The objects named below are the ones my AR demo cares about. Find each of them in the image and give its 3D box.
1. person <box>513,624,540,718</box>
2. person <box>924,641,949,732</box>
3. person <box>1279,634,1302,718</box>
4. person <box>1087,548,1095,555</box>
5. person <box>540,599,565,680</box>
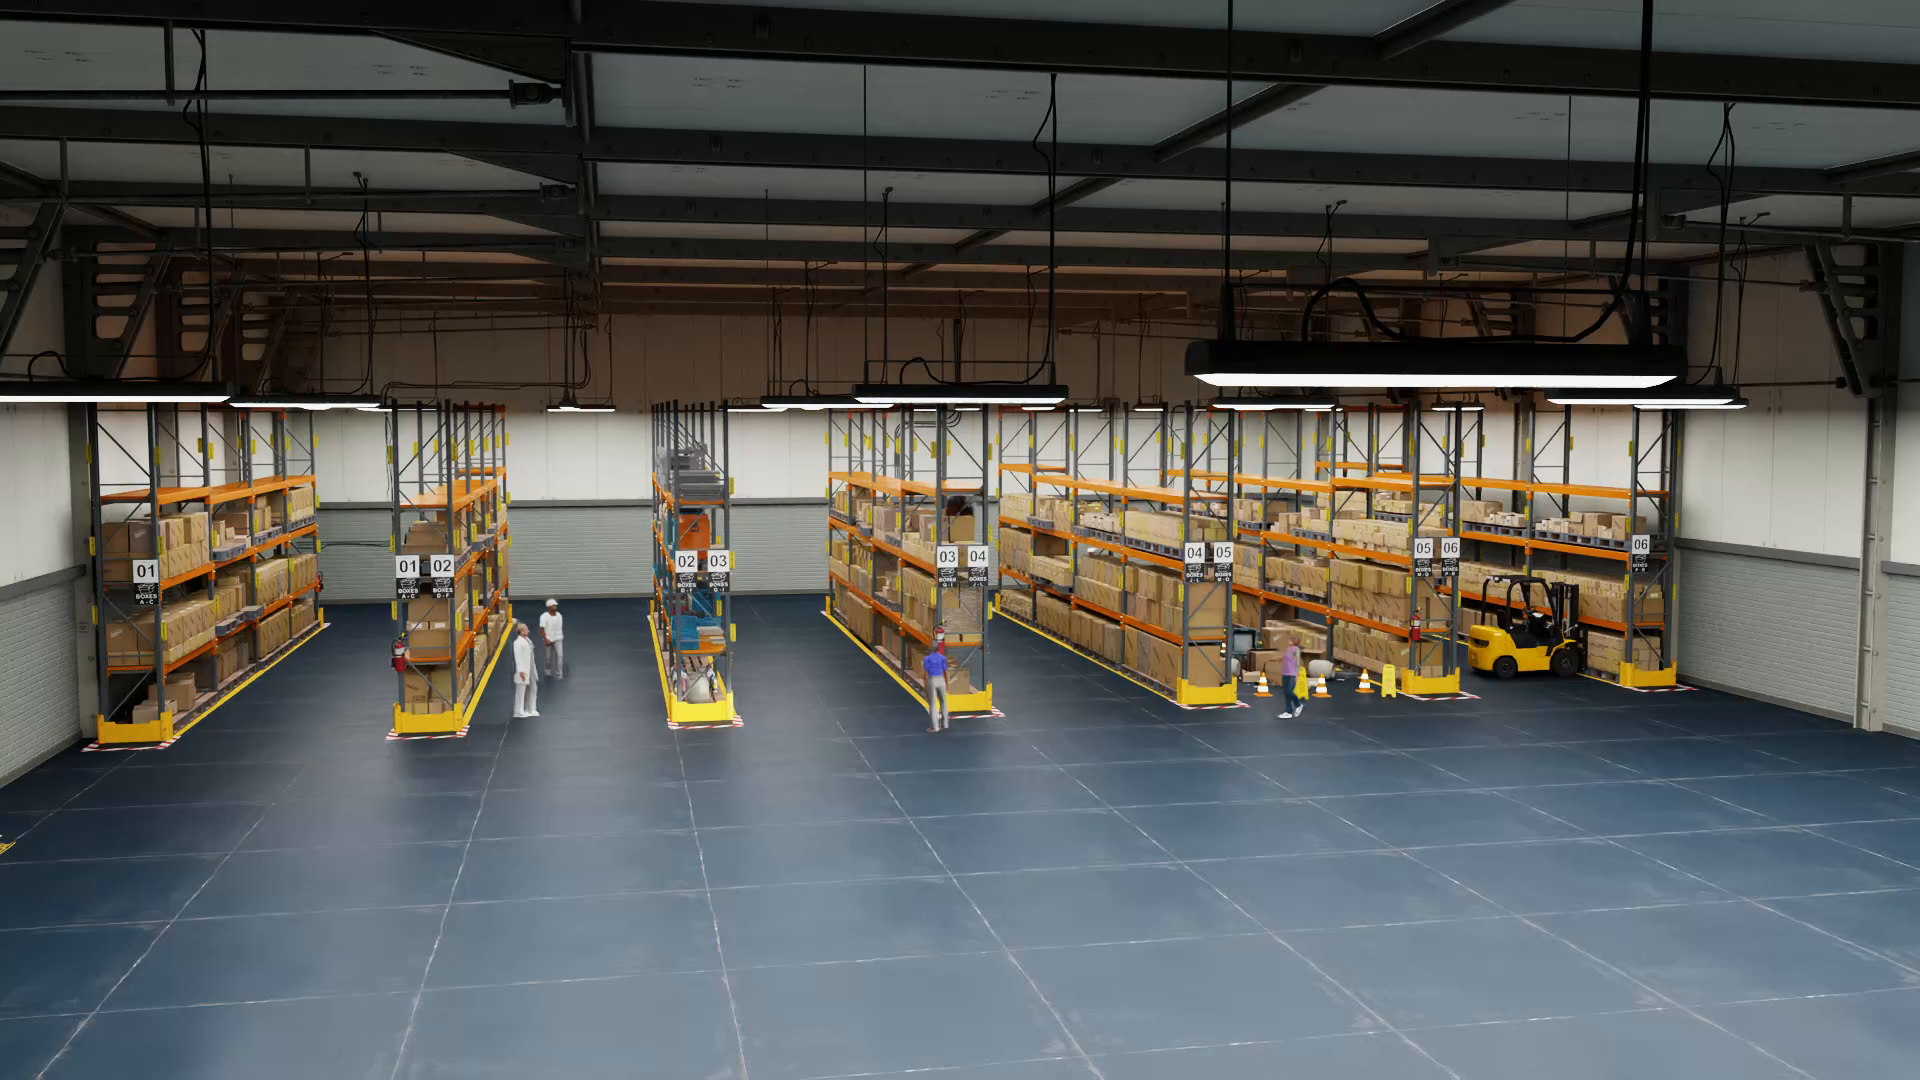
[{"bbox_3d":[-8.234,2.482,31.480,0.455,1.800,0.656,2,5,24],"label":"person"},{"bbox_3d":[-0.432,2.635,30.075,0.482,1.671,0.497,-1,4,-15],"label":"person"},{"bbox_3d":[6.226,2.564,31.256,0.437,1.575,0.449,-3,5,-38],"label":"person"},{"bbox_3d":[3.903,1.117,49.354,0.369,1.787,0.572,-4,6,-43],"label":"person"},{"bbox_3d":[-8.812,2.152,35.911,0.513,1.727,1.002,-2,5,-19],"label":"person"}]
